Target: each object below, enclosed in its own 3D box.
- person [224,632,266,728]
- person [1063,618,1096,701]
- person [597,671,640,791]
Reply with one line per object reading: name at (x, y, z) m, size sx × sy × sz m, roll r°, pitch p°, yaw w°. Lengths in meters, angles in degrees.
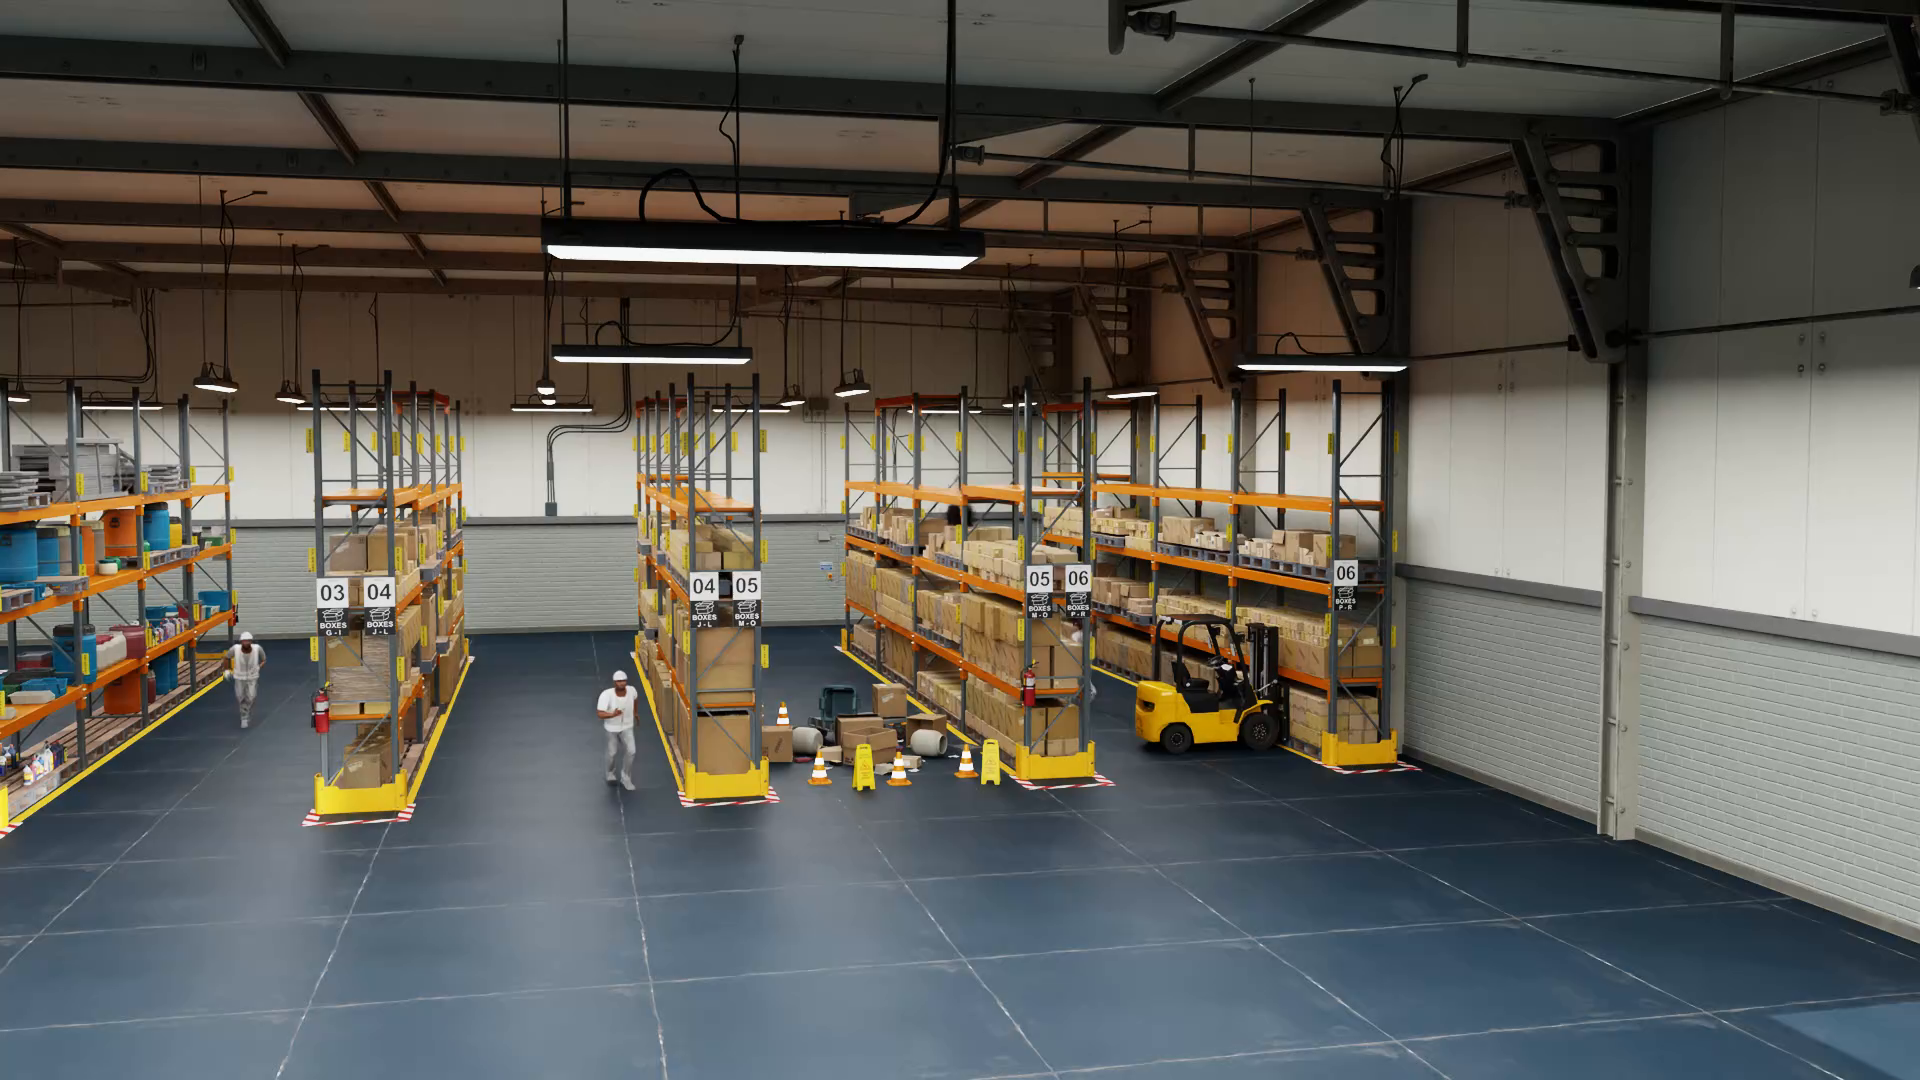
person at (-12.648, 2.466, 29.437) m, size 0.687 × 1.705 × 0.755 m, roll -2°, pitch 4°, yaw -28°
person at (2.274, 2.314, 31.950) m, size 0.558 × 1.642 × 0.899 m, roll -2°, pitch 4°, yaw -29°
person at (-4.962, 2.746, 24.131) m, size 0.665 × 1.740 × 0.918 m, roll -1°, pitch 4°, yaw -24°
